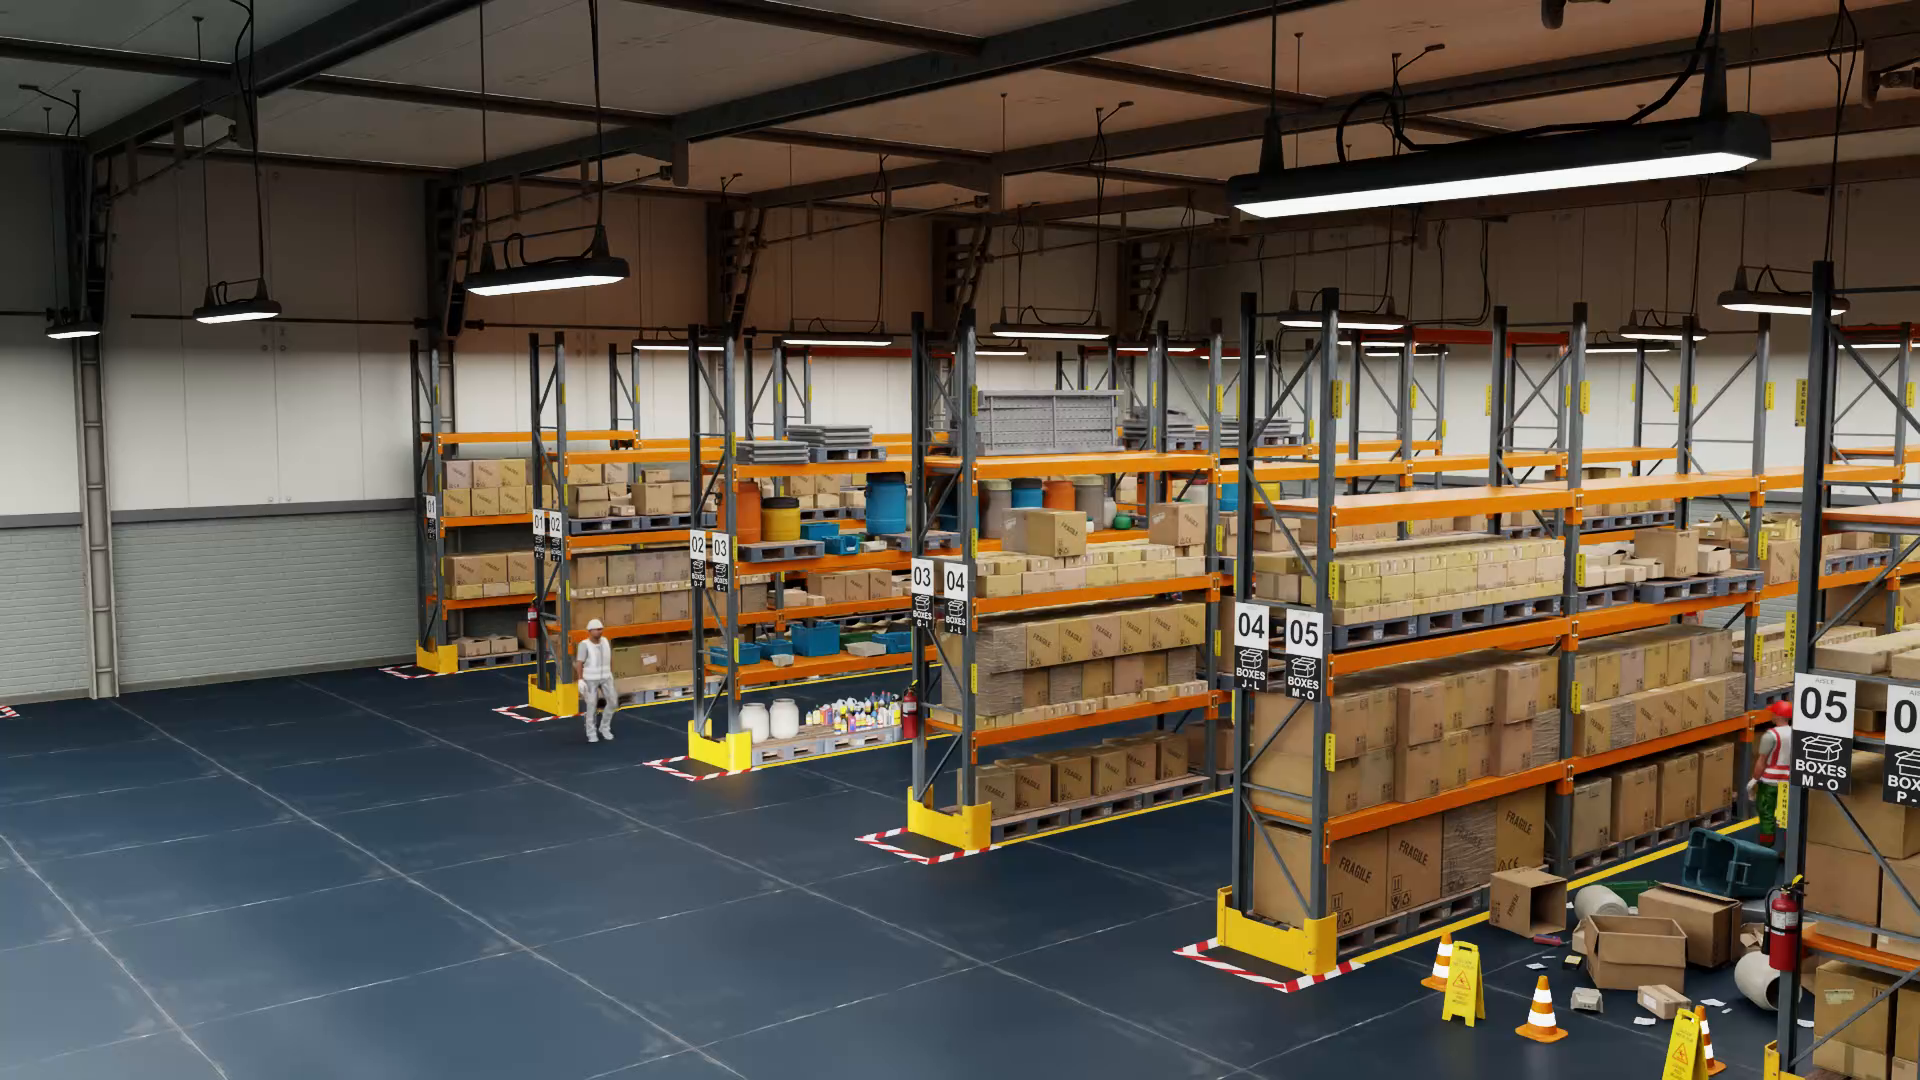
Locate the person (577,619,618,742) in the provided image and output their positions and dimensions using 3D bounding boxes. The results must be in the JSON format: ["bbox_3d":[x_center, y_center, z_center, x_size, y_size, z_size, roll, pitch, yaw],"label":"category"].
[{"bbox_3d":[-5.306,2.044,24.247,0.661,1.793,0.417,-4,7,-38],"label":"person"}]

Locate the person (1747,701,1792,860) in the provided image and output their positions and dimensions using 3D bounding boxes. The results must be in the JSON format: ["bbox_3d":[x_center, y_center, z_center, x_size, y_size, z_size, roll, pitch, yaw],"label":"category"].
[{"bbox_3d":[8.800,2.616,17.970,0.596,1.798,0.494,0,5,2],"label":"person"}]

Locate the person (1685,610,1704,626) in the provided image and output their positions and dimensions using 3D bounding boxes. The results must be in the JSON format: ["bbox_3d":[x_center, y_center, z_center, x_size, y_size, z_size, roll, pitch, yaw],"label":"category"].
[{"bbox_3d":[13.184,1.526,30.119,0.551,1.740,0.496,4,7,36],"label":"person"}]
